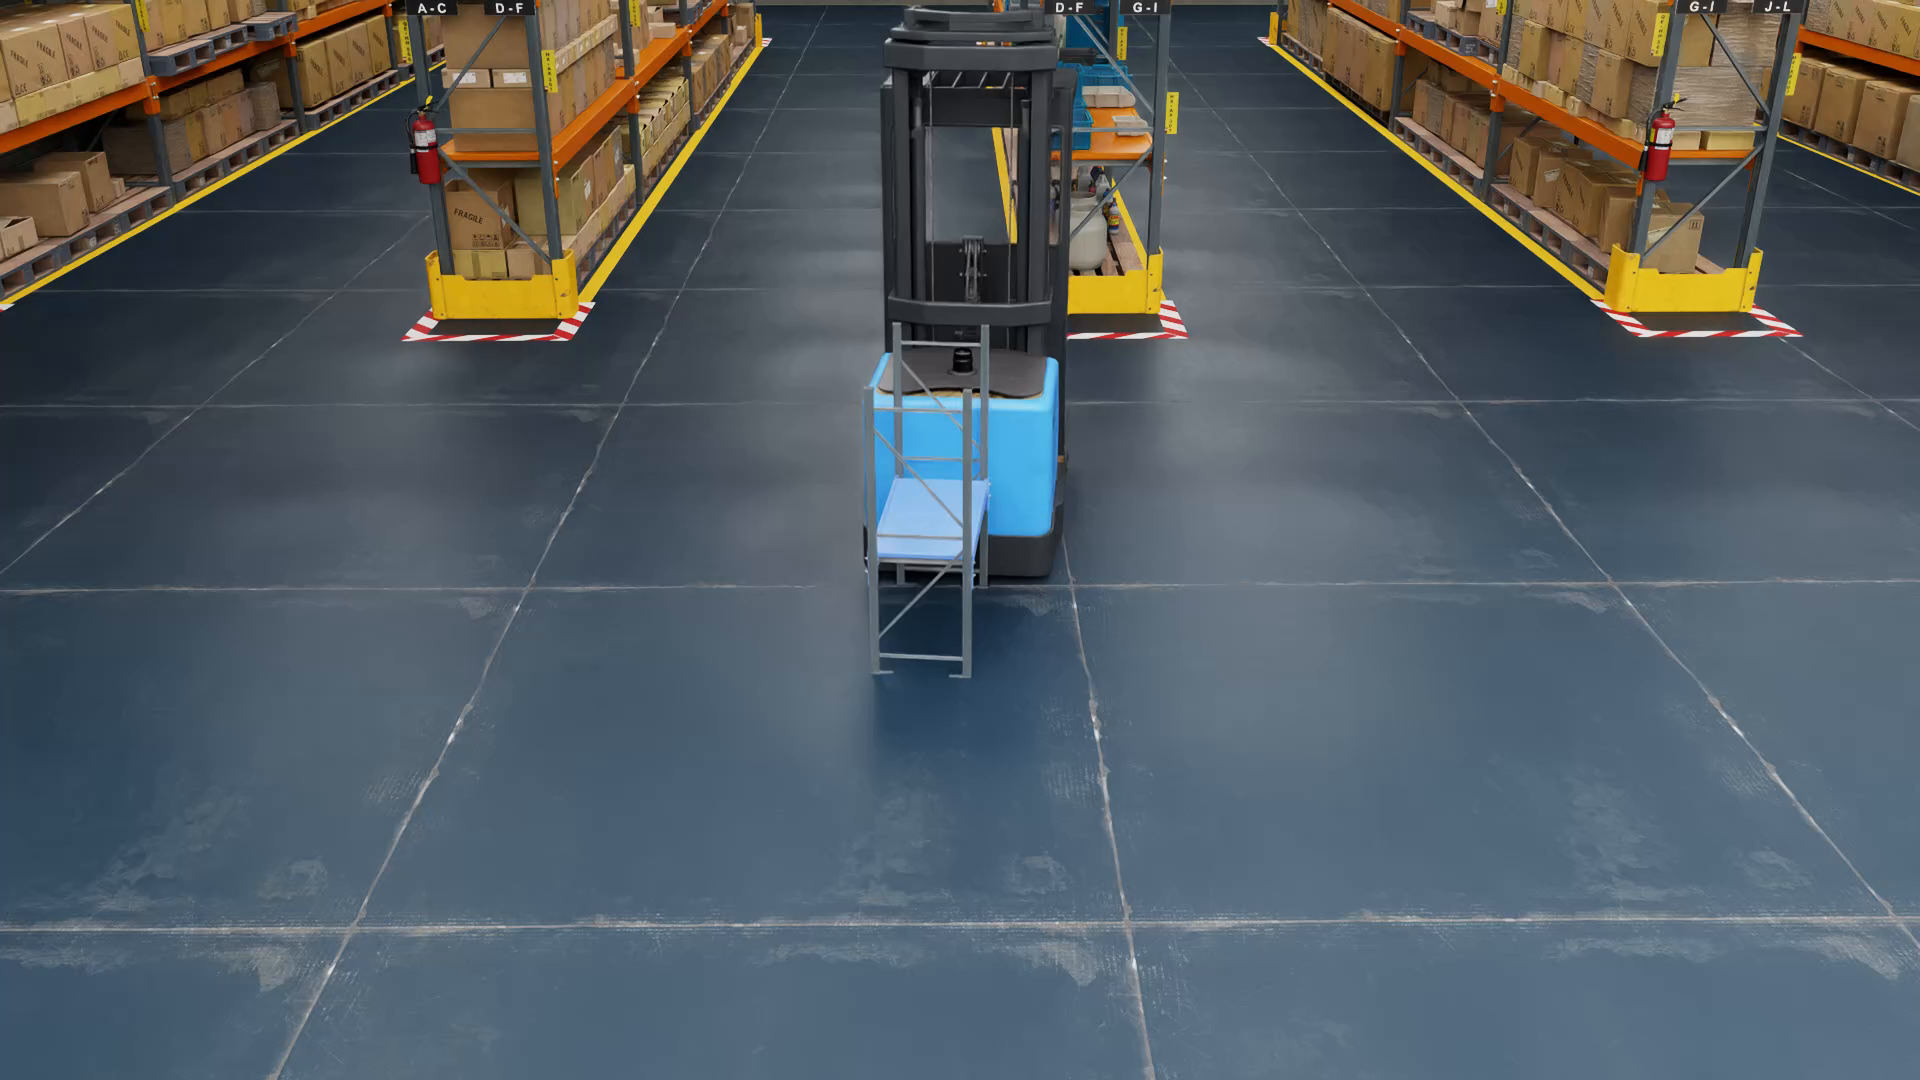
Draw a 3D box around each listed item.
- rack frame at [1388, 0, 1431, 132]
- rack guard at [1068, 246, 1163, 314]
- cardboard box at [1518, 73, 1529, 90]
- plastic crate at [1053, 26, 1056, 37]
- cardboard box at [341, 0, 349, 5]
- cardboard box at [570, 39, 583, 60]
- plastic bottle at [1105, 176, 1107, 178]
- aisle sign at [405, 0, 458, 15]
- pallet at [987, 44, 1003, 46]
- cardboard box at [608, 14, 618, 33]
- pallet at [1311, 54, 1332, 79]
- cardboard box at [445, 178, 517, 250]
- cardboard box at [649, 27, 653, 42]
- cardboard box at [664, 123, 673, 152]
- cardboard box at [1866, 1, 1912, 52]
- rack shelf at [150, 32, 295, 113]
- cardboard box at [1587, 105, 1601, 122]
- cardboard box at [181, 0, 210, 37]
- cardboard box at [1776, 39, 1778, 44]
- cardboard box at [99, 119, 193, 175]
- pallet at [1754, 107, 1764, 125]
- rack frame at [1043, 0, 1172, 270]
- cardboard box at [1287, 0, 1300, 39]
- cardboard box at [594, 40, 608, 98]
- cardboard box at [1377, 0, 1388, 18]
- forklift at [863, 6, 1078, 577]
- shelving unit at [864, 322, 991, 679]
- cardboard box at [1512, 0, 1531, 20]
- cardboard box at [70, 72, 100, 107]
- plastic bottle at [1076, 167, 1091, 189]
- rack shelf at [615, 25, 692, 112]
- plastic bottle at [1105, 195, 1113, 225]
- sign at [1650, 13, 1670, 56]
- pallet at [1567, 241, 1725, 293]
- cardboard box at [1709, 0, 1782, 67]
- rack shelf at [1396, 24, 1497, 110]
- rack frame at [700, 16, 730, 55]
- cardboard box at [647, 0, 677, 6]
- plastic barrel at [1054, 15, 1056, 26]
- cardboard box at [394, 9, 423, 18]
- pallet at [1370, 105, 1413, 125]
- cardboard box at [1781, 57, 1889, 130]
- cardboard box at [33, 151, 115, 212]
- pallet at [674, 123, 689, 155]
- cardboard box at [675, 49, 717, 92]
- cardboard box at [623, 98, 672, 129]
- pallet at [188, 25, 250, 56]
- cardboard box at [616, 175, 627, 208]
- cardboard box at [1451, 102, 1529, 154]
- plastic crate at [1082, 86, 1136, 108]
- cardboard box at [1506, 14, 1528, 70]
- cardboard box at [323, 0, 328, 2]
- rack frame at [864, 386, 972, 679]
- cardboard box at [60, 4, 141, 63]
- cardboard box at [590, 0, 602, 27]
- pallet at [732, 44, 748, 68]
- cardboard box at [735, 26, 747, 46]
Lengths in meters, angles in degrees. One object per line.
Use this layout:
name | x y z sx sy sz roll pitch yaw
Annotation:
rack frame | 6.013 -6.621 20.750 1.000 3.000 0.127 0 24 -1
rack guard | 1.099 -2.195 13.996 1.175 0.500 0.348 0 24 -1
cardboard box | 5.778 -4.563 16.503 0.380 0.149 0.250 0 24 -1
plastic crate | 0.792 -5.178 17.481 0.402 0.464 0.583 0 24 -1
cardboard box | -8.633 -7.436 22.831 0.380 0.149 0.250 -1 24 -2
cardboard box | -3.611 -4.419 14.972 0.380 0.149 0.250 0 24 0
plastic bottle | 1.444 -3.503 16.619 0.061 0.283 0.133 1 24 3
aisle sign | -4.099 -4.438 12.768 0.394 0.787 0.004 0 24 -1
pallet | 0.953 -7.783 26.703 1.003 0.211 1.213 0 24 -1
cardboard box | -3.632 -5.160 16.611 0.380 0.149 0.250 0 24 -1
pallet | 6.039 -7.313 25.662 1.003 0.211 1.213 0 24 -1
cardboard box | -4.109 -2.782 14.177 0.500 0.500 0.500 0 24 -1
cardboard box | -3.823 -5.939 19.545 0.380 0.149 0.250 2 24 3
cardboard box | -3.623 -4.670 19.262 0.500 0.250 0.500 0 24 0
cardboard box | 10.725 -5.839 18.898 0.500 0.500 0.500 -1 24 -1
rack shelf | -8.825 -5.403 18.928 1.077 0.370 4.000 0 24 -1
cardboard box | 5.860 -3.842 14.909 0.380 0.149 0.250 0 24 -1
cardboard box | -8.812 -5.864 18.419 0.700 0.500 0.500 3 25 7
cardboard box | 10.687 -6.485 22.062 0.500 0.250 0.500 0 24 0
cardboard box | -8.827 -4.271 18.053 0.700 0.500 0.500 1 24 1
pallet | 10.966 -5.653 21.994 1.003 0.211 1.213 0 24 -1
rack frame | 1.147 -3.302 13.412 1.000 3.000 0.127 0 24 -1
cardboard box | 6.012 -8.878 27.808 0.875 0.875 0.875 0 24 -1
cardboard box | -3.826 -4.575 16.105 0.700 0.500 0.500 -1 24 -1
cardboard box | 5.760 -7.075 21.631 0.500 0.500 0.500 0 24 -1
forklift | 0.118 -1.706 9.964 1.130 2.935 3.031 2 24 5
shelving unit | -0.146 -0.219 8.415 0.538 1.500 1.048 2 24 5
cardboard box | 5.807 -5.423 16.405 0.500 0.500 0.500 0 24 -1
cardboard box | -8.477 -4.241 15.644 0.500 0.250 0.500 0 24 -1
plastic bottle | 1.255 -3.680 16.926 0.144 0.351 0.185 0 24 -1
rack shelf | -3.871 -5.426 18.981 1.077 0.370 4.000 0 24 -1
plastic bottle | 1.435 -3.150 15.851 0.097 0.271 0.097 0 24 0
sign | 5.545 -4.002 13.170 0.100 0.325 0.005 0 24 -1
pallet | 6.126 -2.420 14.846 1.003 0.211 1.213 0 24 -1
cardboard box | 6.366 -4.189 13.677 0.500 0.500 0.500 0 24 -1
rack shelf | 6.034 -5.469 19.076 1.077 0.370 4.000 0 24 -1
rack frame | -3.937 -8.227 24.299 1.000 3.000 0.127 0 24 -1
cardboard box | -4.013 -7.074 21.120 0.700 0.500 0.500 -9 26 -18
plastic barrel | 1.289 -6.053 19.359 0.421 0.512 0.421 0 24 0
cardboard box | -8.623 -8.216 26.013 0.380 0.149 0.250 -1 24 -2
pallet | 6.079 -5.676 22.044 1.003 0.211 1.213 0 24 -1
cardboard box | 10.890 -5.517 20.528 1.050 0.750 0.750 -1 24 -1
cardboard box | -8.752 -3.540 16.437 0.500 0.500 0.500 -2 24 -5
pallet | -3.923 -4.968 20.479 1.003 0.211 1.213 0 24 -1
cardboard box | -3.635 -6.466 22.906 0.500 0.500 0.500 -1 24 -2
cardboard box | -3.623 -4.929 19.155 0.500 0.311 0.500 0 24 1
pallet | -8.784 -5.652 18.839 1.003 0.211 1.213 0 24 -1
cardboard box | -3.630 -3.472 16.615 0.500 0.250 0.500 0 24 -1
cardboard box | 6.078 -4.715 19.034 0.700 0.500 0.500 -2 24 -5
plastic crate | 1.375 -4.163 15.634 0.530 0.136 0.437 0 24 -1
cardboard box | 5.999 -4.968 16.613 0.875 0.500 0.500 0 24 -1
cardboard box | -8.597 -7.366 21.891 0.500 0.500 0.500 0 24 -1
rack frame | -0.194 -0.011 7.954 0.500 1.500 0.032 2 24 5
cardboard box | -8.488 -4.995 16.402 0.500 0.500 0.500 0 24 -1
cardboard box | -3.832 -5.176 15.858 0.700 0.500 0.500 0 24 -1
pallet | -3.960 -7.743 26.614 1.003 0.211 1.213 0 24 -1
cardboard box | -3.748 -8.208 27.061 0.500 0.250 0.500 0 24 -1
